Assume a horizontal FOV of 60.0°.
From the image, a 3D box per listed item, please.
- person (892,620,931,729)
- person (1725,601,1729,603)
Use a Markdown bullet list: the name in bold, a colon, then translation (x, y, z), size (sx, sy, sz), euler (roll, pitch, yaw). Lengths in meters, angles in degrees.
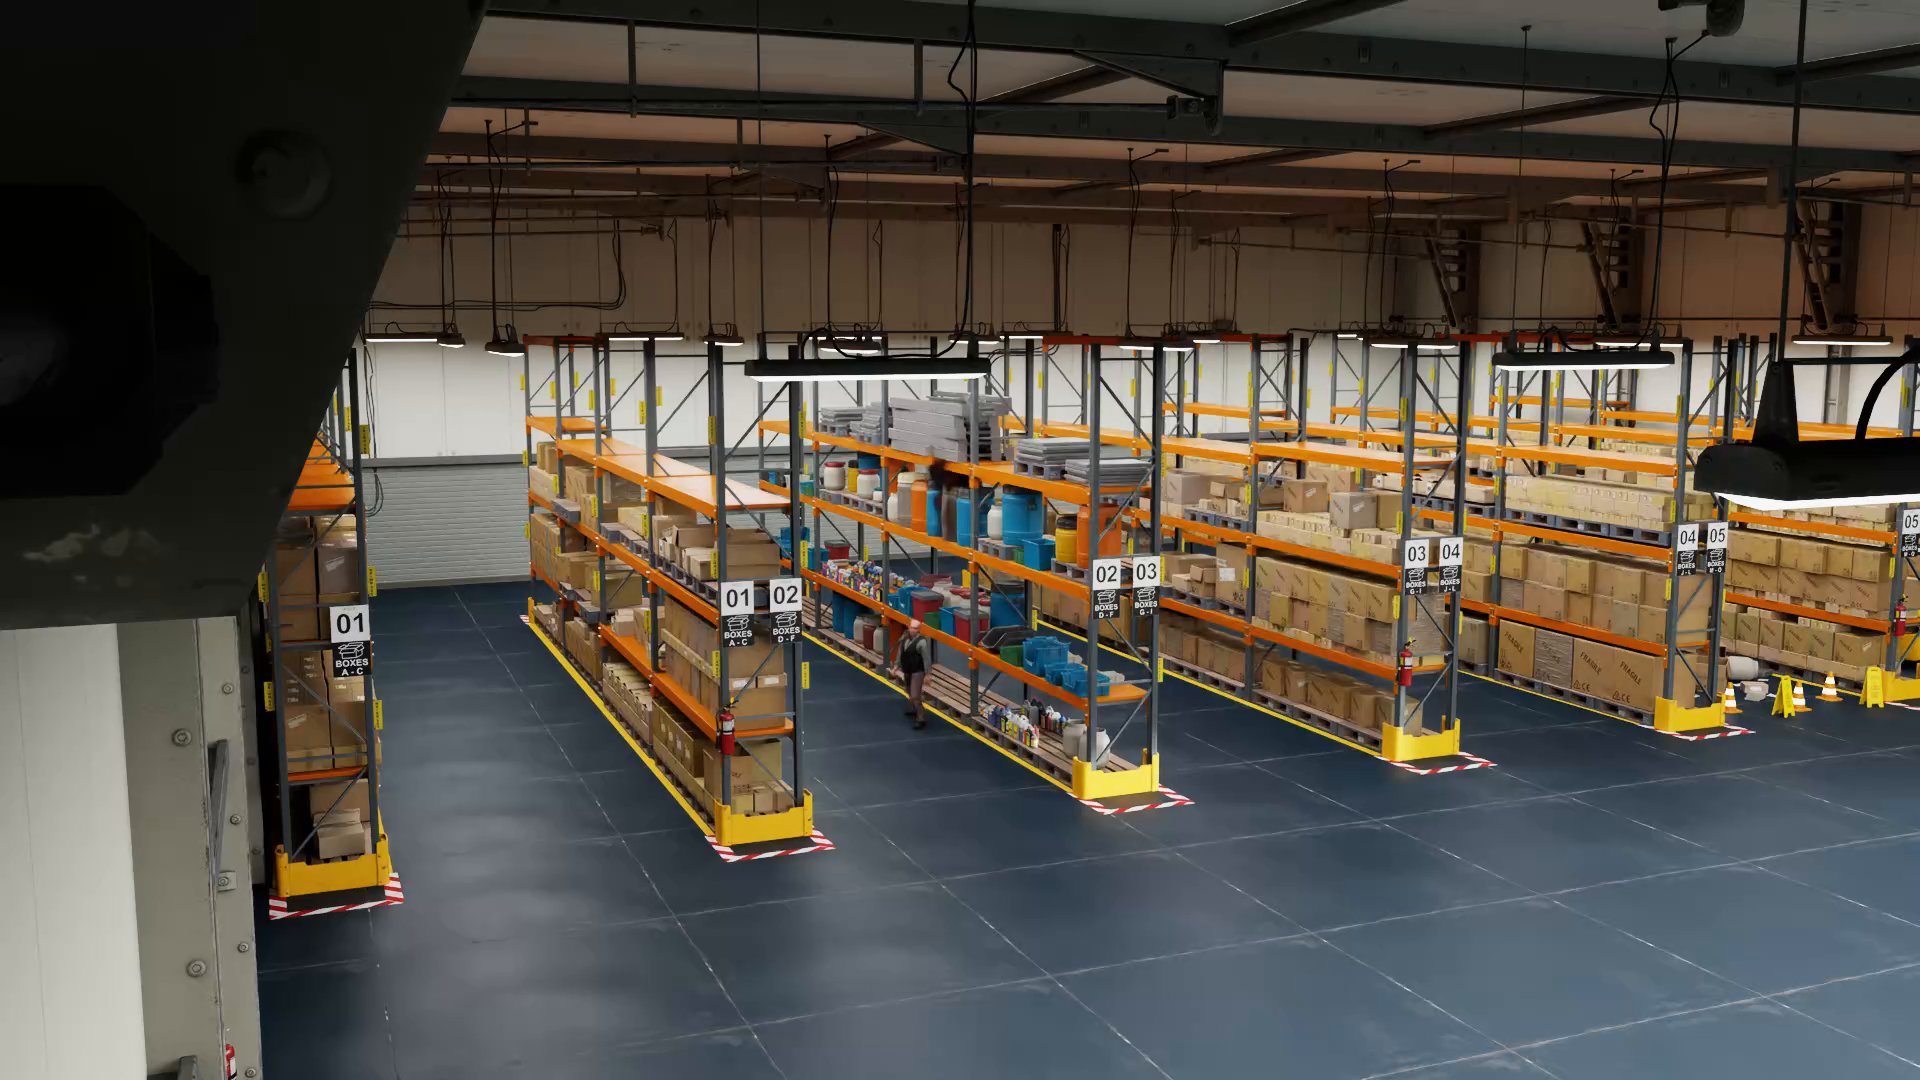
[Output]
- **person**: translation (-0.727, 2.047, 26.070), size (0.679, 1.669, 0.847), euler (-6, 10, -39)
- **person**: translation (15.563, 1.049, 33.698), size (0.627, 1.661, 0.668), euler (-5, 9, -33)
